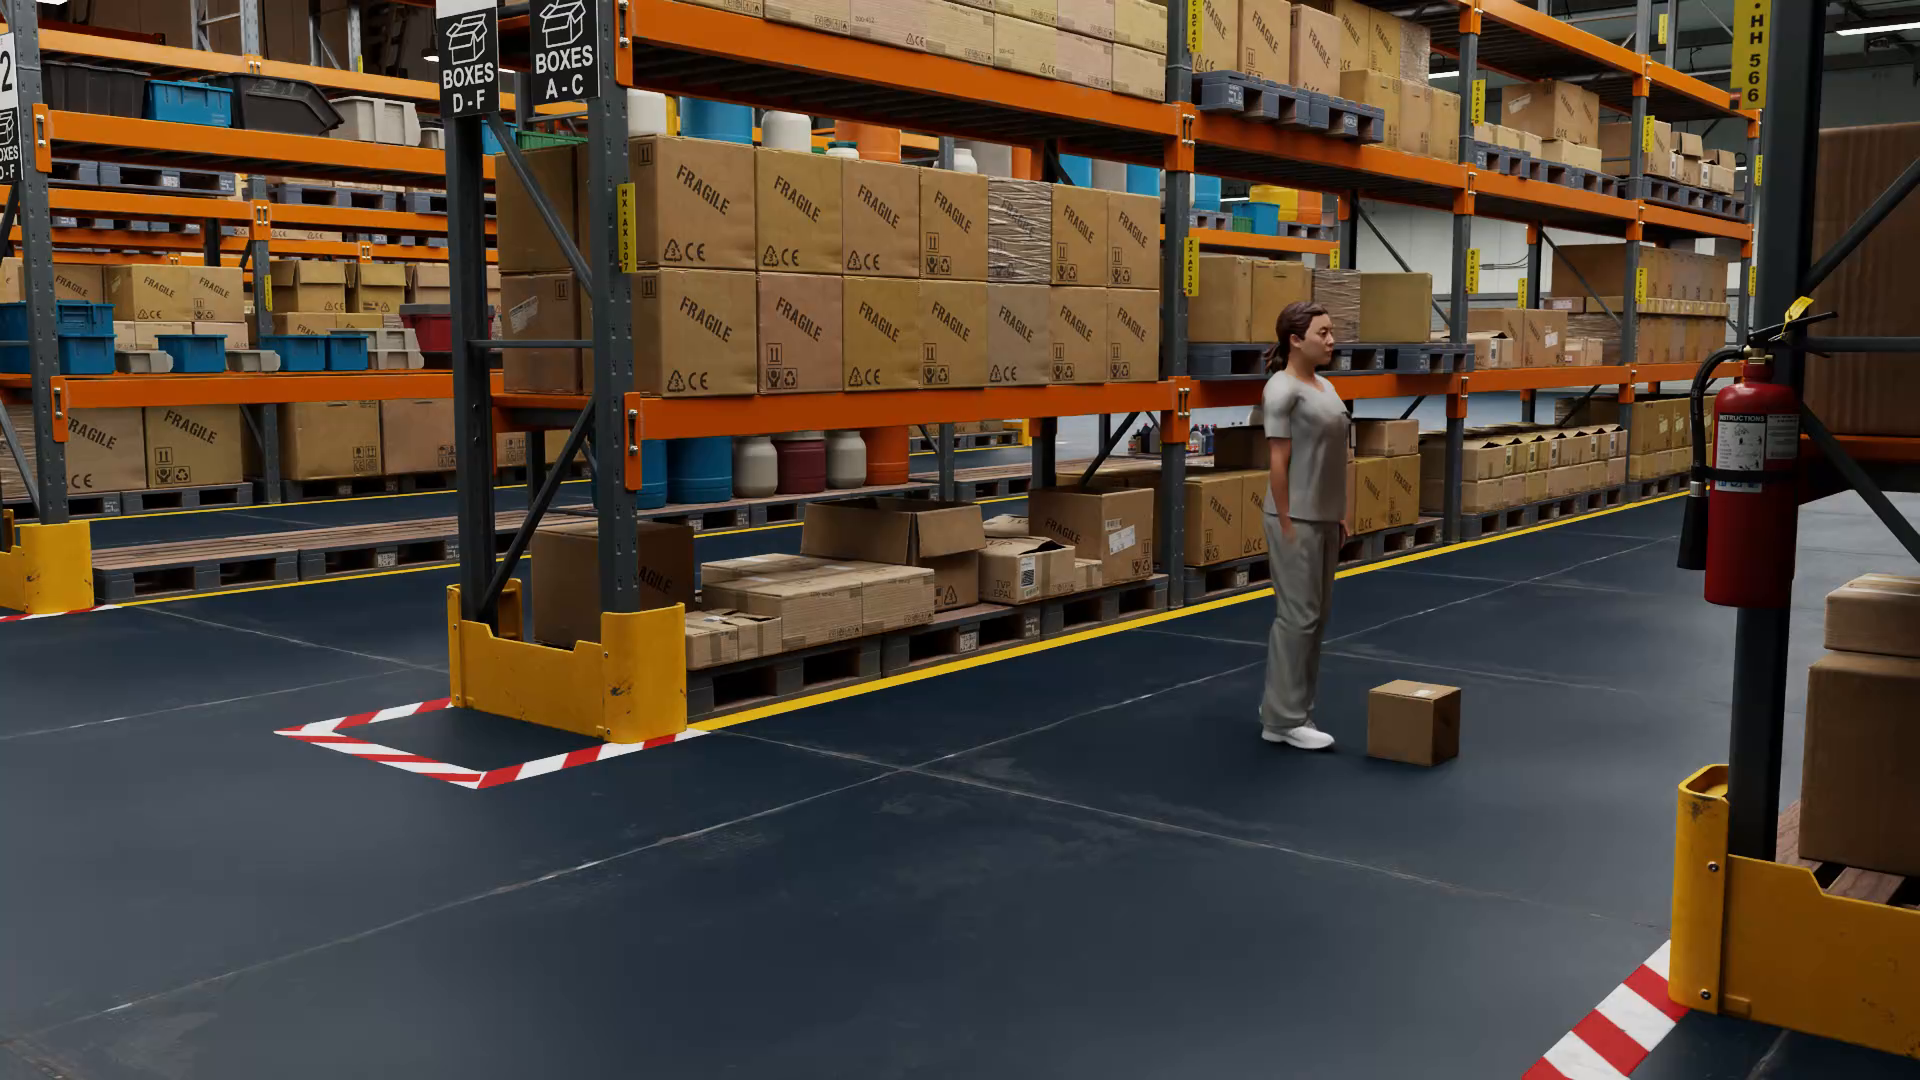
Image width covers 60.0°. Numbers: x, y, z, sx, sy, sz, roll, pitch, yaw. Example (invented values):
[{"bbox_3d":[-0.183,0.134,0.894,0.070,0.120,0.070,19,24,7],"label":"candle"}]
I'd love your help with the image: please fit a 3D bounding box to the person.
[{"bbox_3d":[1.303,-0.028,6.337,0.442,1.748,0.443,6,9,40],"label":"person"}]
